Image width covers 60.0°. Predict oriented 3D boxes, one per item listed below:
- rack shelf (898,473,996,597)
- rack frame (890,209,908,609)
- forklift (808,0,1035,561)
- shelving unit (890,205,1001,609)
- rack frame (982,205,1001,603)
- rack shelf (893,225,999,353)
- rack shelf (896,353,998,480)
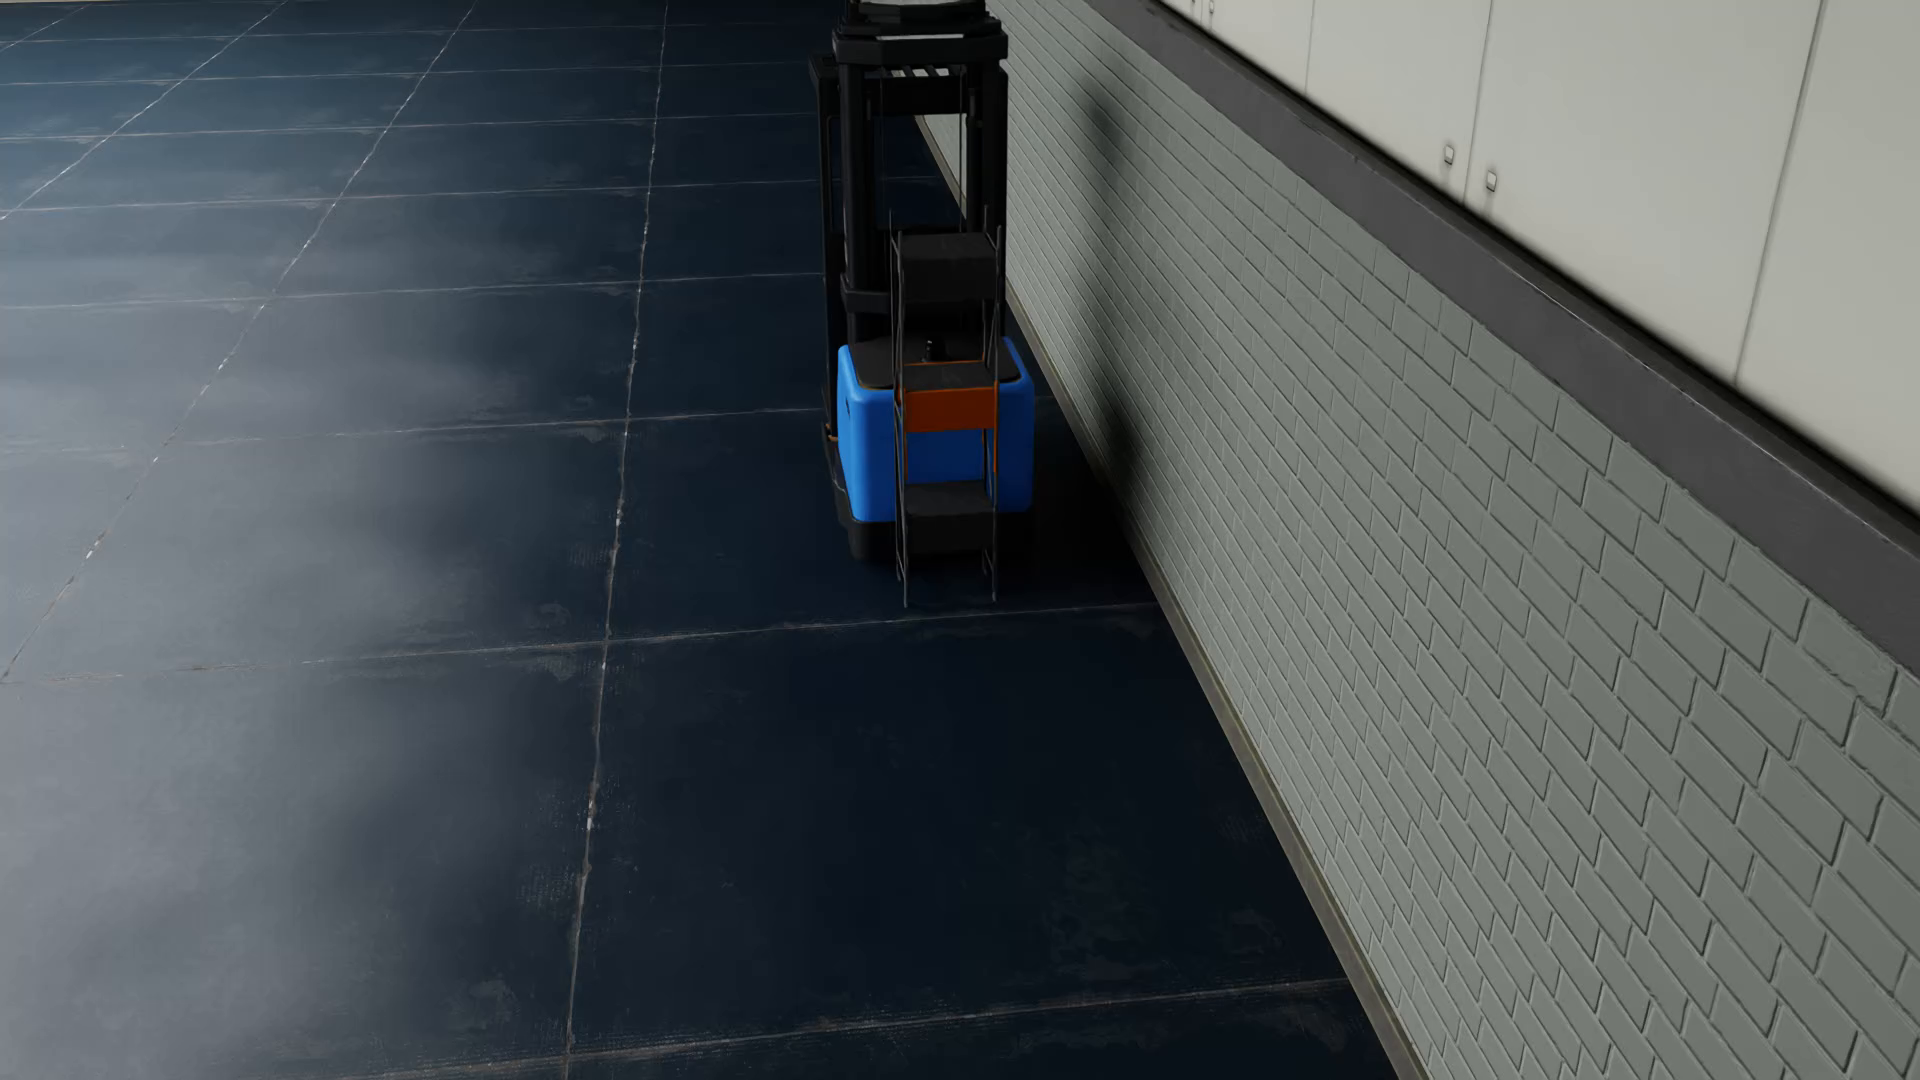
[{"bbox_3d":[-0.076,-0.031,9.074,0.480,0.518,0.431,-4,27,-8],"label":"rack shelf"},{"bbox_3d":[-0.317,-0.649,8.715,0.015,2.100,0.400,-4,27,-8],"label":"rack frame"},{"bbox_3d":[-0.307,-1.833,10.112,1.130,2.935,3.031,-4,27,-8],"label":"forklift"},{"bbox_3d":[-0.076,-0.666,8.748,0.503,2.100,0.431,-4,27,-8],"label":"shelving unit"},{"bbox_3d":[0.165,-0.683,8.781,0.015,2.100,0.400,-4,27,-8],"label":"rack frame"},{"bbox_3d":[-0.076,-1.277,8.435,0.480,0.518,0.431,-4,27,-8],"label":"rack shelf"},{"bbox_3d":[-0.076,-0.654,8.754,0.480,0.518,0.431,-4,27,-8],"label":"rack shelf"}]
